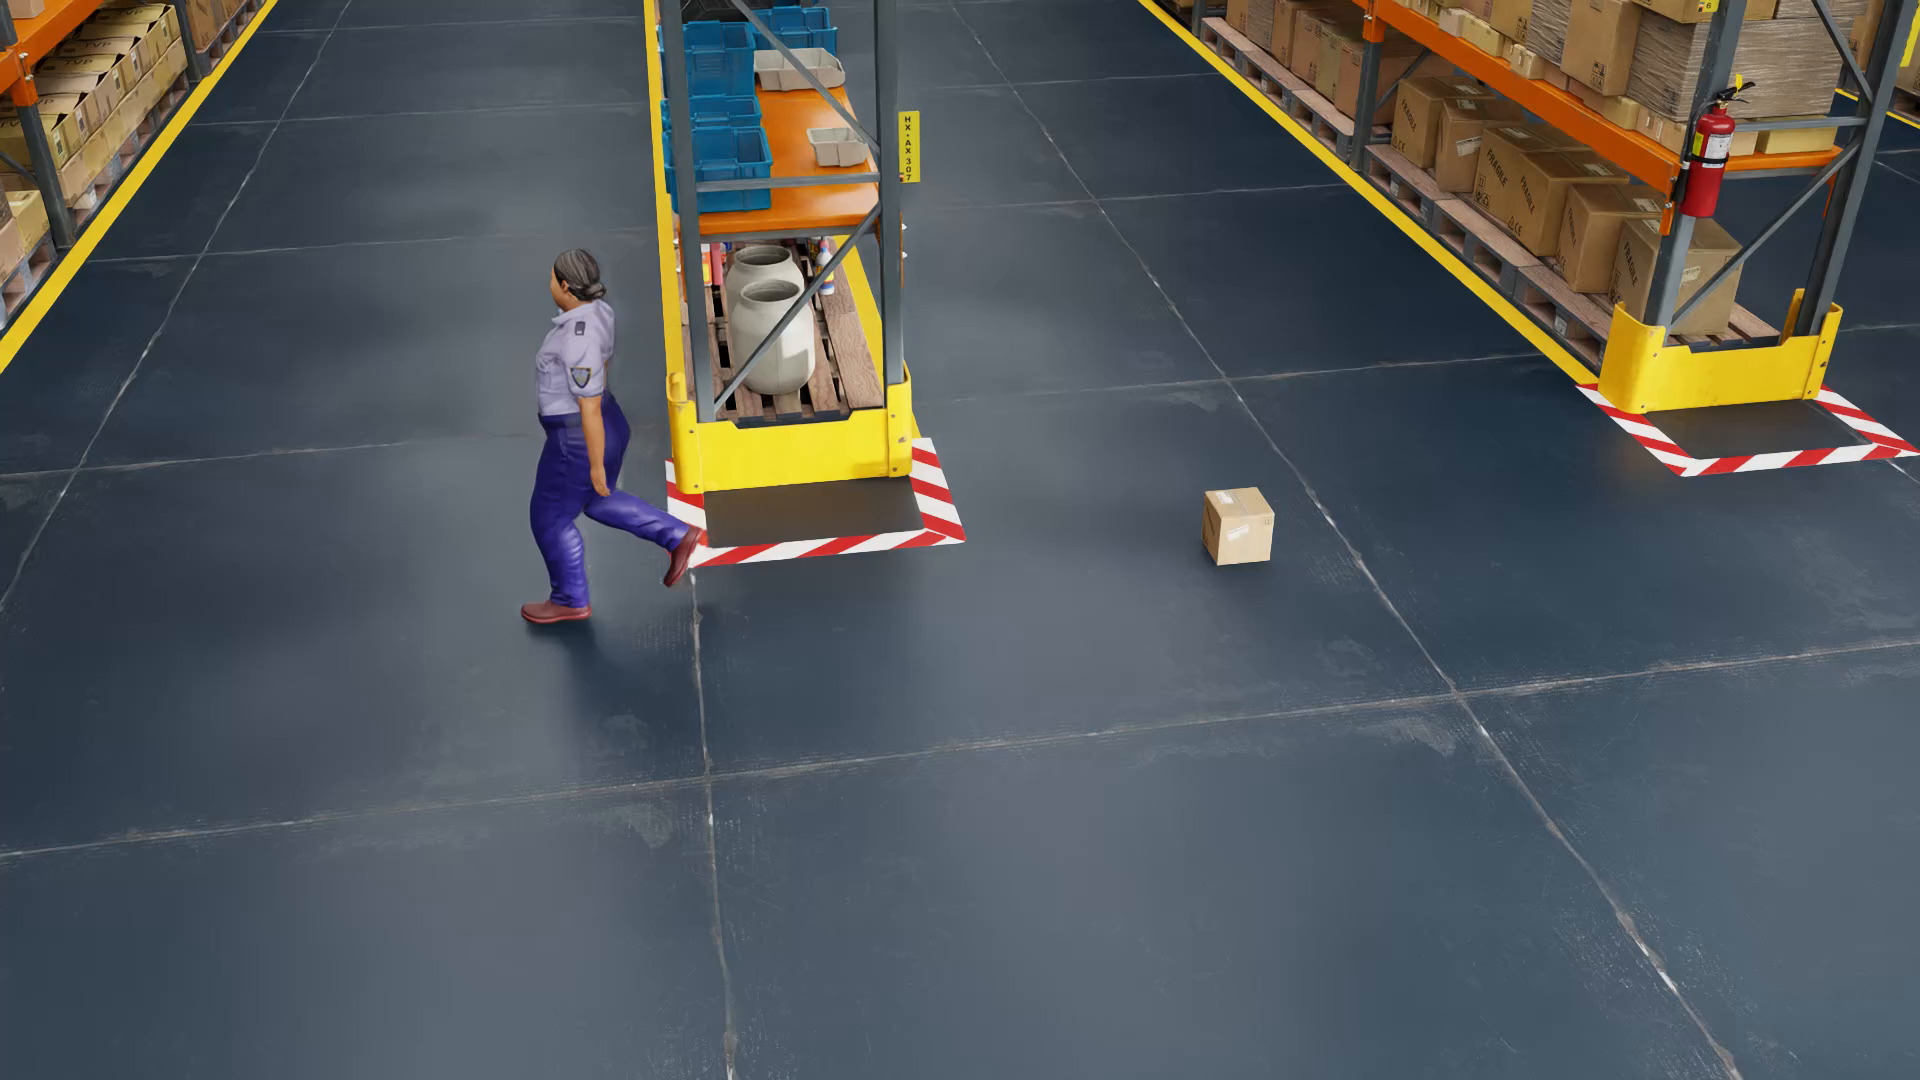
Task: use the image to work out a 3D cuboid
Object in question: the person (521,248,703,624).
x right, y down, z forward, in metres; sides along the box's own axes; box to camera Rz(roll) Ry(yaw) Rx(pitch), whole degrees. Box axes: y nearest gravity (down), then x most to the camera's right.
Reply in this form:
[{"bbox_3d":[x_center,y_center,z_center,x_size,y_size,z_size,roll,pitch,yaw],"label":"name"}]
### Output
[{"bbox_3d":[-1.495,-0.425,6.829,0.776,1.607,0.490,0,31,0],"label":"person"}]
